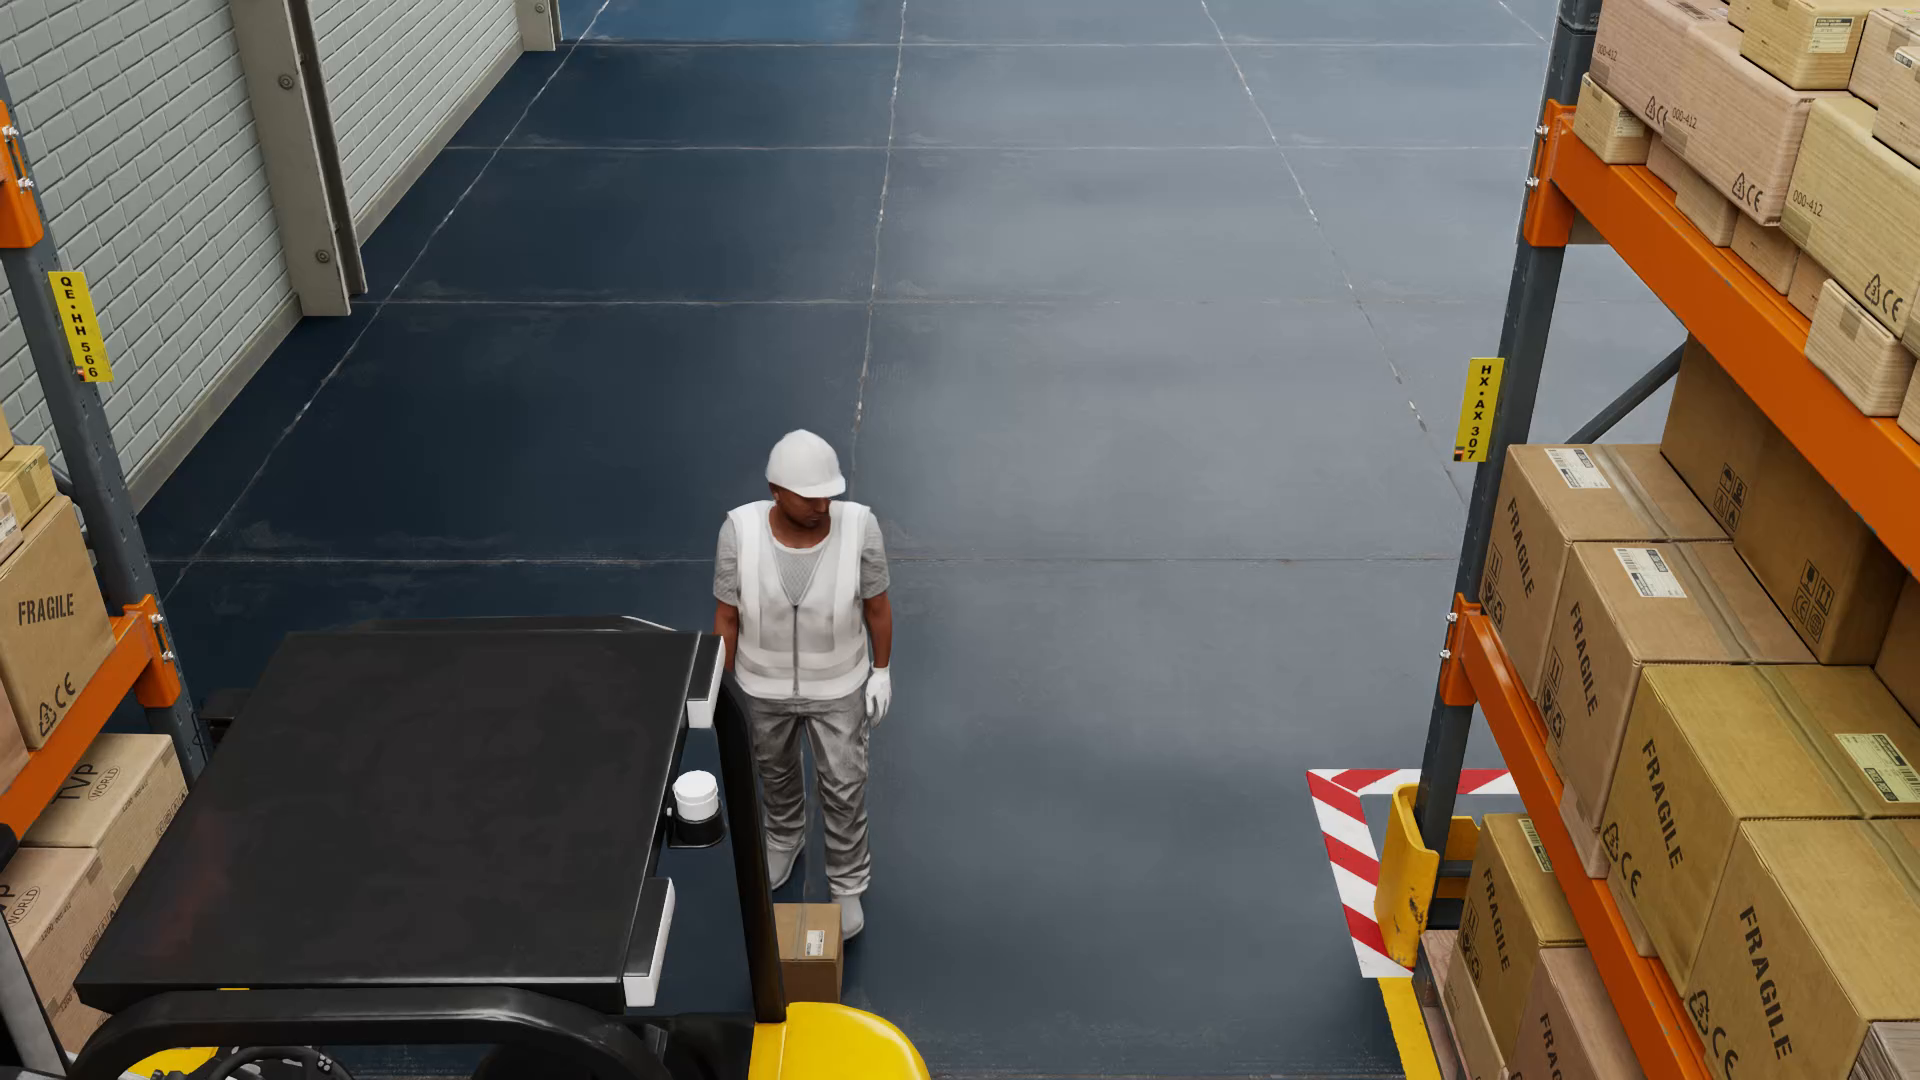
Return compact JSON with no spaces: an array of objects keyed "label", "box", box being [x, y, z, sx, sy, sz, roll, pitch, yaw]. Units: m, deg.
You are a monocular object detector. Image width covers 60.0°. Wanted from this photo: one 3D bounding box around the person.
[{"label":"person","box":[-0.498,0.470,5.344,0.562,1.784,0.532,0,31,1]}]
